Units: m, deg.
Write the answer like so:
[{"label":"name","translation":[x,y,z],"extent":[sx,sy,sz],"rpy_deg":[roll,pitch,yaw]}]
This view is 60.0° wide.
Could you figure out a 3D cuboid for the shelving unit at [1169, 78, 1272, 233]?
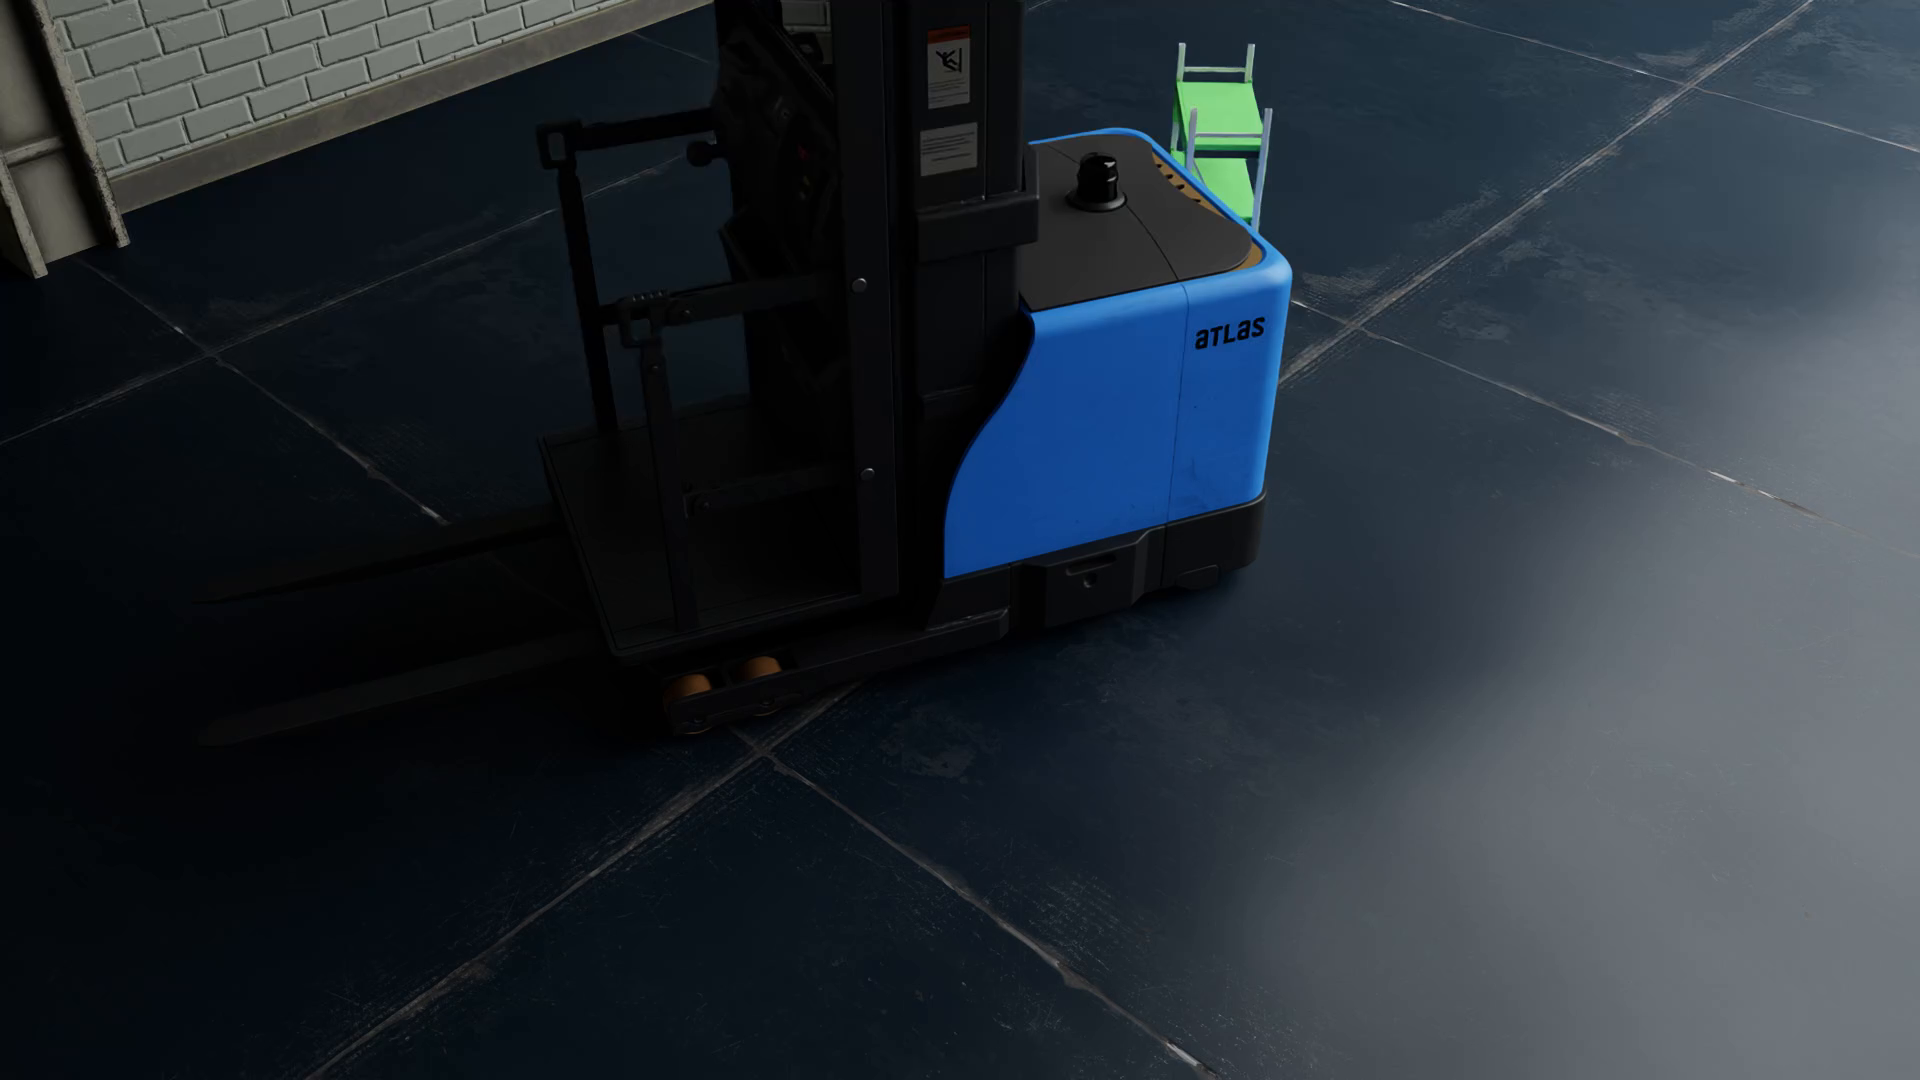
[{"label":"shelving unit","translation":[0.812,-0.957,5.488],"extent":[0.258,1.200,0.492],"rpy_deg":[1,39,1]}]

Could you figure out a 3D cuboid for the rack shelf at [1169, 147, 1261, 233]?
[{"label":"rack shelf","translation":[0.813,-1.098,5.383],"extent":[0.258,0.148,0.480],"rpy_deg":[1,39,1]}]

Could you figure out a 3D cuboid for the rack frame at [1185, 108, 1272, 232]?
[{"label":"rack frame","translation":[0.805,-0.808,5.302],"extent":[0.240,1.200,0.015],"rpy_deg":[1,39,1]}]

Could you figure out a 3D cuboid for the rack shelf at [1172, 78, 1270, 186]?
[{"label":"rack shelf","translation":[0.813,-1.285,5.233],"extent":[0.258,0.148,0.480],"rpy_deg":[1,39,1]}]

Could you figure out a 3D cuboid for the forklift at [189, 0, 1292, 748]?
[{"label":"forklift","translation":[-0.654,-0.986,4.135],"extent":[3.031,2.935,1.130],"rpy_deg":[-14,41,-17]}]
